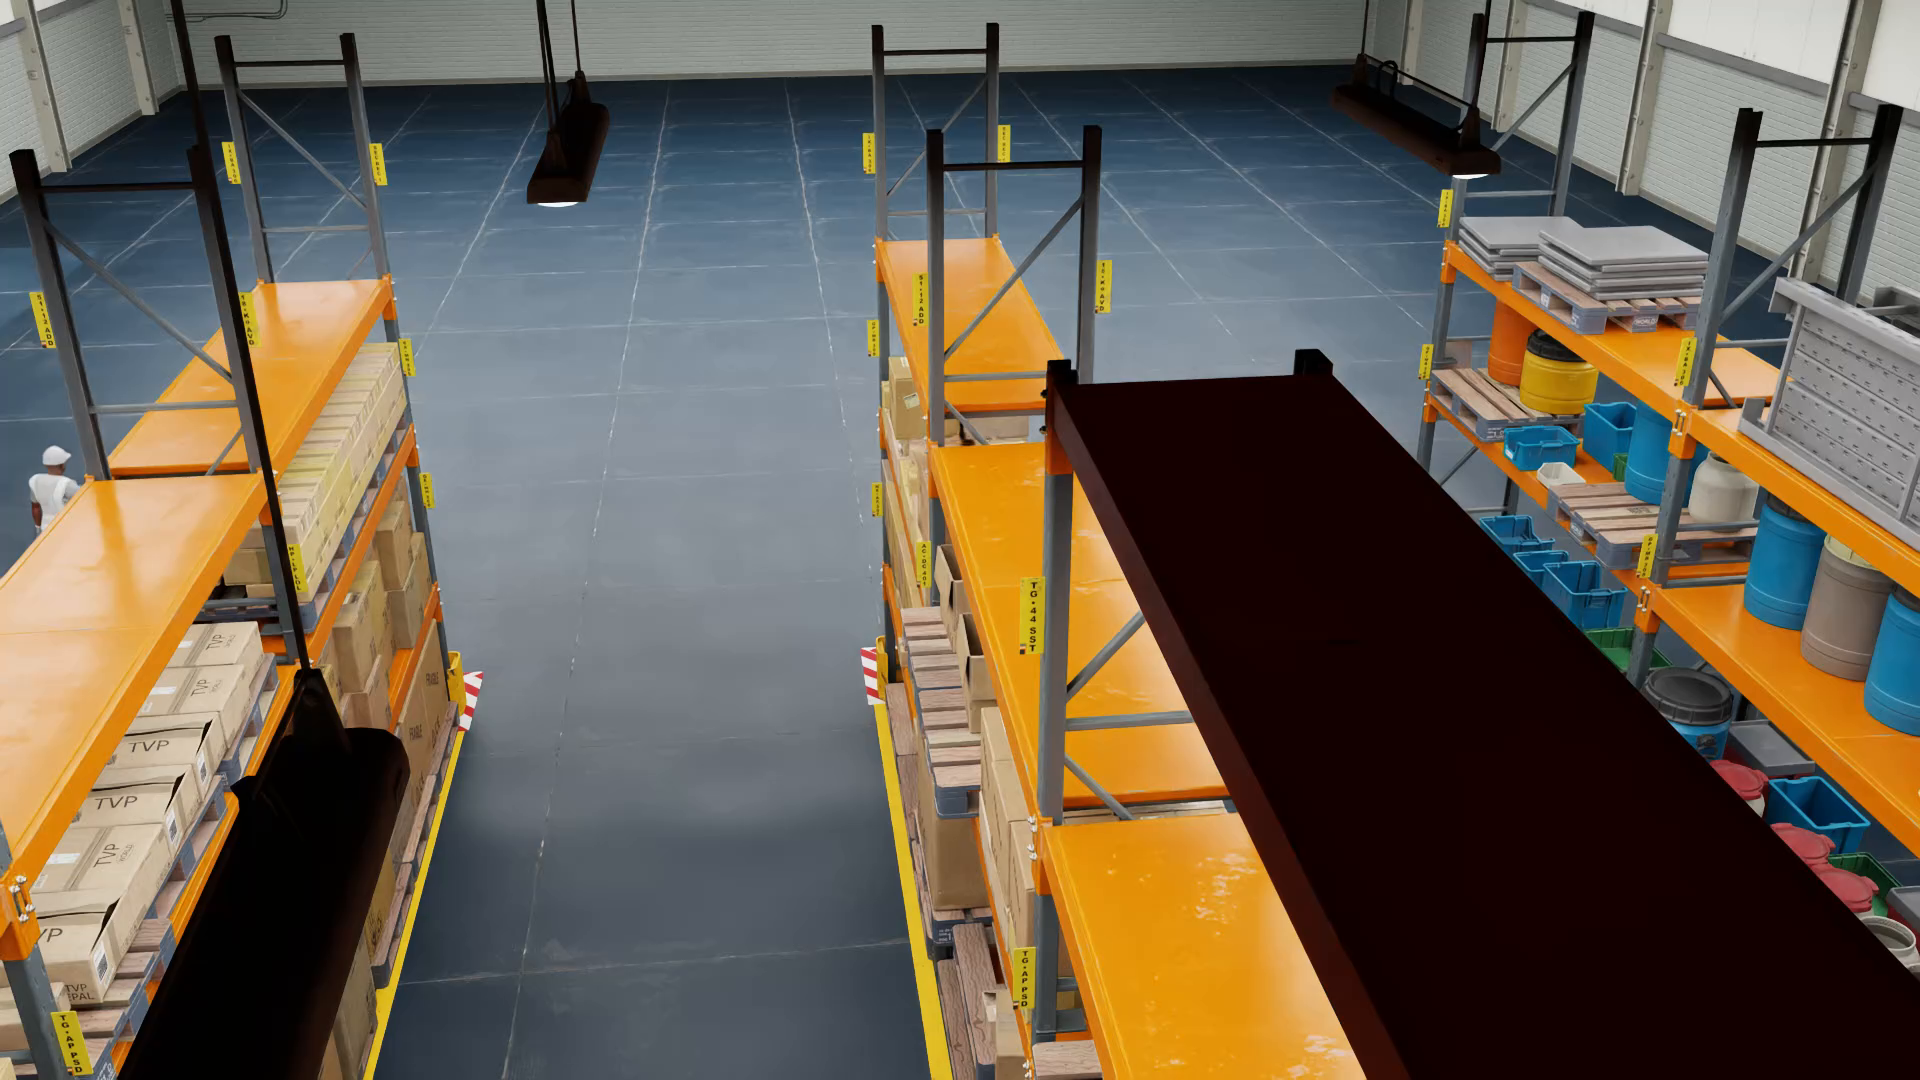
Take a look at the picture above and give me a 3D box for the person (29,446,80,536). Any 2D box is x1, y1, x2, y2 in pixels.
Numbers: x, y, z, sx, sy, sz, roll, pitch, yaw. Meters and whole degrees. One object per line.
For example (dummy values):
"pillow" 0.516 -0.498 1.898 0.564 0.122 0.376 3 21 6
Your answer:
"person" -8.911 -0.149 16.737 0.577 1.728 1.035 12 28 24
